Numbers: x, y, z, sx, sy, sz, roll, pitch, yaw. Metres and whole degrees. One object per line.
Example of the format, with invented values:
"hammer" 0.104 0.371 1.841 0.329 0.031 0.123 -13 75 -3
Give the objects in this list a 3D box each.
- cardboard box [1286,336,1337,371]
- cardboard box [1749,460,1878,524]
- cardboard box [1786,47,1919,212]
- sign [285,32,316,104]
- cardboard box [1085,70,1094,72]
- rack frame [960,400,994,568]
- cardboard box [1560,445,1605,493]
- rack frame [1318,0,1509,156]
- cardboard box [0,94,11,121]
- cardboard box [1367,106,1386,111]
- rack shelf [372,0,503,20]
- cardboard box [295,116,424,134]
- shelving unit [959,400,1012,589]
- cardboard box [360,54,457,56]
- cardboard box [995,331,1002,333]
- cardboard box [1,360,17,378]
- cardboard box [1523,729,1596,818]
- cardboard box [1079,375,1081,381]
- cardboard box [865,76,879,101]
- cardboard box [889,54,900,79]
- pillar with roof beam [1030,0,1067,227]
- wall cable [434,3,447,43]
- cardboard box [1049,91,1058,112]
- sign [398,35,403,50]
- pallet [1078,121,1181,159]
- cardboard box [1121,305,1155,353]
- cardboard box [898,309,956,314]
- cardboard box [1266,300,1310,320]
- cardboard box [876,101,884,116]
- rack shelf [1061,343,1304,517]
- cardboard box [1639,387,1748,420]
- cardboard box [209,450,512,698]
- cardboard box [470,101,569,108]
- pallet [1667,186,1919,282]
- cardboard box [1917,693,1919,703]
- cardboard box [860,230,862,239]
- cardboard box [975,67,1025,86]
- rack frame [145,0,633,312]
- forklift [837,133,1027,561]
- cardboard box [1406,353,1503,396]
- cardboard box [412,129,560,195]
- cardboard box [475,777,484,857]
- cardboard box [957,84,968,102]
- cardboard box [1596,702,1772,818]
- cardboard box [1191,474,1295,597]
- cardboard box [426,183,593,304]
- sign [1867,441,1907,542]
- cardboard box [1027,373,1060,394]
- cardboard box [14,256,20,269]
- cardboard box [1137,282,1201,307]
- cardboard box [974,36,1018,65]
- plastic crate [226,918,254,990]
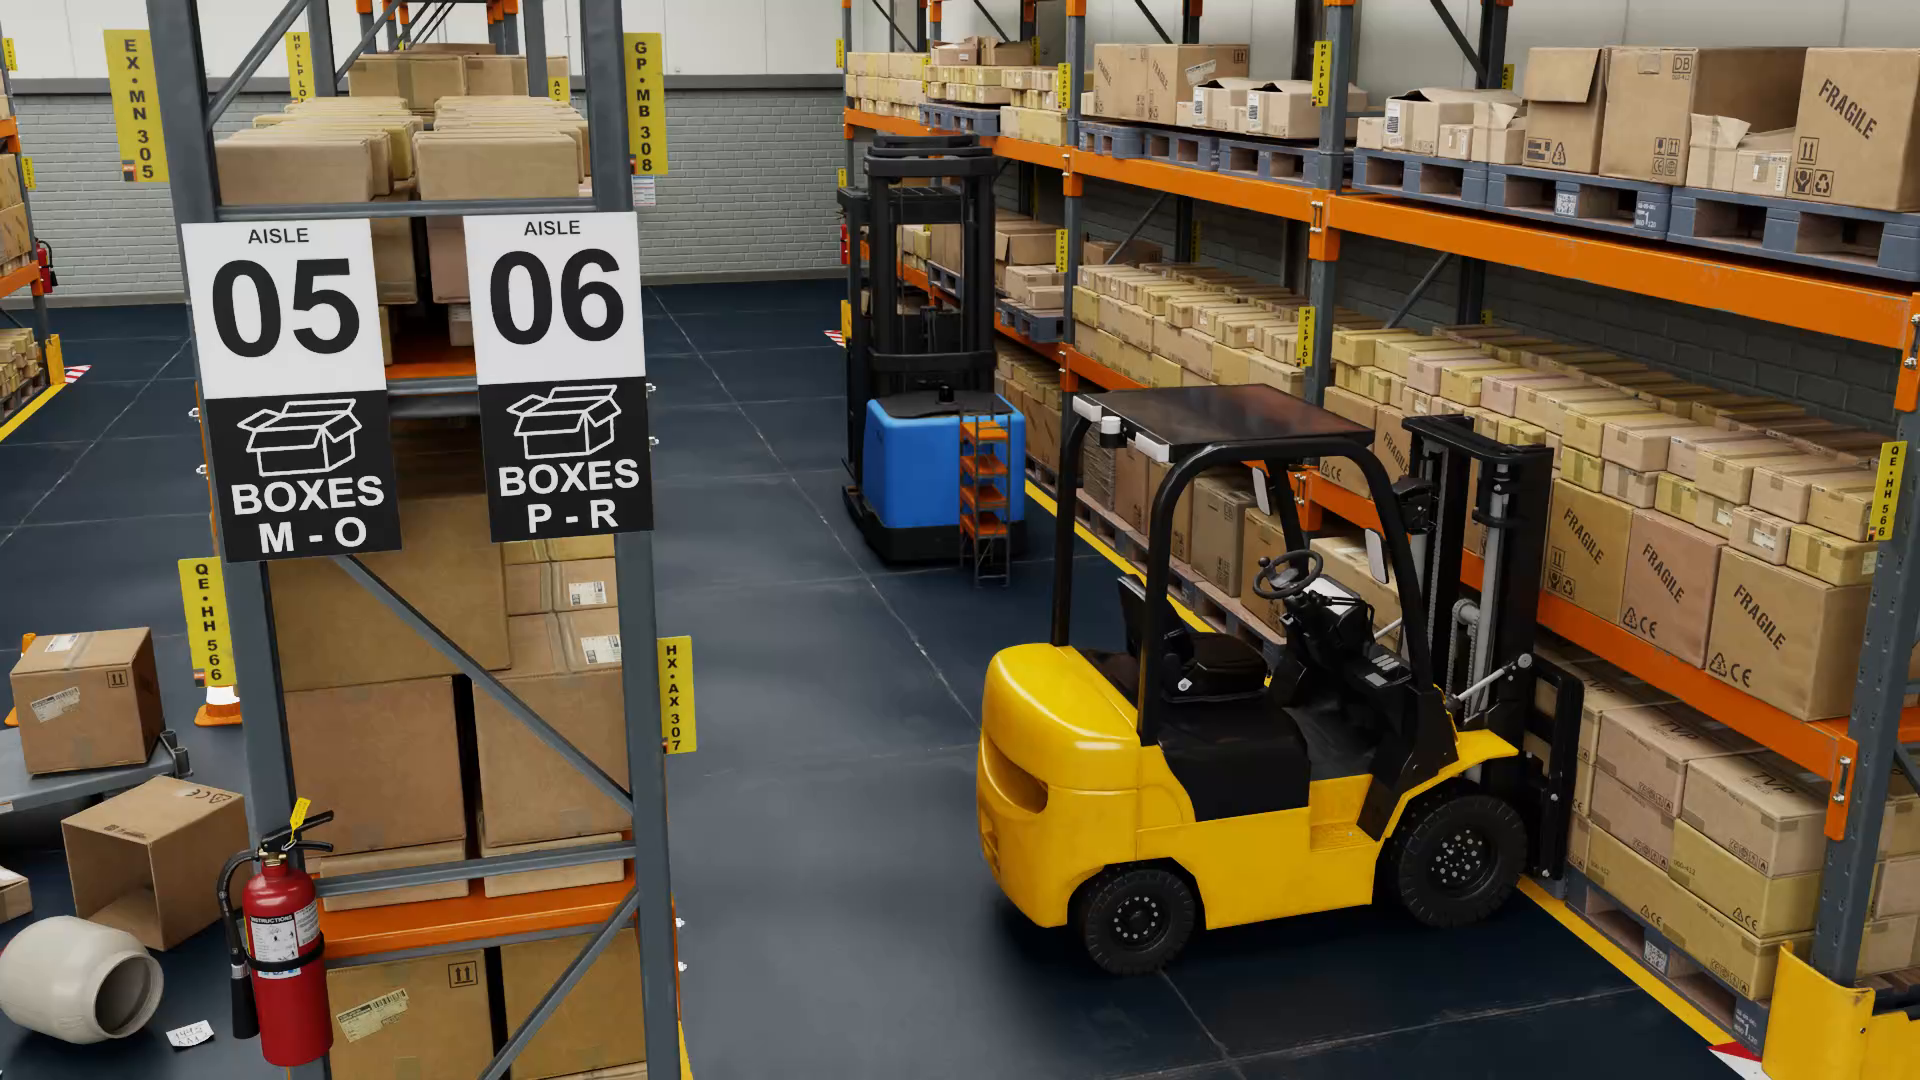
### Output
"cardboard box" 2.093 -1.068 9.493 0.380 0.149 0.250 -4 17 -13
"cardboard box" 3.101 -0.176 6.004 0.380 0.149 0.250 -5 17 -15
"cardboard box" 3.144 -1.363 5.484 0.500 0.500 0.500 -4 17 -13
"sign" -2.903 -2.067 7.323 0.100 0.325 0.005 -5 17 -15
"cardboard box" 1.236 -3.772 13.632 0.380 0.149 0.250 -4 17 -13
"rack frame" 0.117 -0.384 11.645 0.240 1.200 0.015 -4 17 -12
"cardboard box" 2.759 -0.312 6.974 0.380 0.149 0.250 -5 17 -15
"rack frame" 2.401 -3.506 8.482 1.000 3.000 0.127 -5 17 -15
"cardboard box" -10.021 -4.399 16.930 0.500 0.250 0.500 -5 17 -16
"cardboard box" 2.356 -2.448 9.708 0.380 0.149 0.250 -5 17 -15
"rack shelf" -4.020 -4.236 12.858 1.077 0.370 4.000 -5 17 -15
"cardboard box" -1.897 -1.262 5.275 0.380 0.149 0.250 -5 17 -17
"shelving unit" 0.168 -0.315 11.417 0.258 1.200 0.503 -4 17 -12
"cardboard box" -2.954 -2.475 8.927 0.500 0.250 0.500 -4 17 -14
"cardboard box" 0.195 -1.970 16.282 0.380 0.149 0.250 -5 17 -17
"cardboard box" -9.682 -1.708 16.634 0.380 0.149 0.250 -4 17 -14
"cardboard box" 2.776 0.959 7.225 0.500 0.250 0.500 -5 17 -17
"cardboard box" 1.161 -1.512 14.758 0.380 0.149 0.250 -5 17 -16
"cardboard box" -0.750 -5.033 18.524 0.500 0.250 0.500 -5 17 -17
"cardboard box" -0.447 -4.993 17.522 0.500 0.250 0.500 -4 17 -14
"pillar with roof beam" -3.262 -5.642 15.594 9.100 9.000 0.400 -5 17 -15
"wall cable" -7.503 -7.983 23.386 0.463 3.000 0.029 -5 17 -15
"cardboard box" 0.920 -3.447 13.068 0.380 0.149 0.250 -5 17 -17
"sign" -6.204 -5.410 18.376 0.100 0.325 0.005 -5 17 -15
"pallet" 1.574 -2.905 12.022 1.213 0.211 1.003 -4 17 -13
"cardboard box" 1.451 -1.480 11.557 0.500 0.250 0.500 -5 17 -17
"cardboard box" -0.337 -2.253 18.353 0.700 0.500 0.500 -5 18 -17
"cardboard box" 2.211 -1.462 10.805 0.380 0.149 0.250 -5 17 -16
"cardboard box" -0.705 -4.730 18.208 0.380 0.149 0.250 -5 17 -15
"rack shelf" 1.851 -0.841 11.290 1.077 0.370 4.000 -5 17 -15
"cardboard box" 3.215 -0.567 7.308 0.380 0.149 0.250 -5 17 -15
"cardboard box" -1.622 0.074 4.563 0.700 0.500 0.500 -5 17 -17
"cardboard box" -1.746 -1.661 6.604 0.380 0.149 0.250 -4 17 -14
"pallet" 3.331 -1.118 5.900 1.003 0.211 1.213 -5 17 -15
"cardboard box" 3.631 0.267 6.176 0.500 0.500 0.500 -4 17 -13
"cardboard box" -1.071 -3.719 20.056 0.380 0.149 0.250 -5 17 -16
"cardboard box" 0.342 -4.015 14.405 0.380 0.149 0.250 -5 17 -15
"rack frame" -1.272 -2.006 3.488 1.000 3.000 0.127 -5 17 -15
"forklift" -0.330 -1.638 12.809 1.130 2.935 3.031 -4 17 -12
"cardboard box" 2.412 -0.808 8.109 0.380 0.149 0.250 -4 17 -14
"cardboard box" -1.258 -1.014 4.450 0.380 0.149 0.250 -5 17 -15
"cardboard box" -1.249 0.808 4.984 0.380 0.149 0.250 -4 17 -14
"cardboard box" 0.185 -4.014 14.921 0.380 0.149 0.250 -5 17 -16
"cardboard box" 2.928 0.867 6.663 0.500 0.250 0.500 -4 17 -14
"cardboard box" 2.041 -0.055 10.820 0.875 0.625 0.625 -5 17 -16
"cardboard box" -1.154 -0.800 4.432 0.500 0.250 0.500 -5 17 -16
"sign" 2.974 -0.155 5.331 0.100 0.325 0.005 -5 17 -15
"cardboard box" 0.787 -1.320 14.119 0.380 0.149 0.250 -5 18 -17
"cardboard box" -10.007 -2.879 17.261 0.380 0.149 0.250 -5 17 -15
"cardboard box" 1.458 -1.705 11.613 0.380 0.149 0.250 -5 17 -15
"cardboard box" 0.352 -4.673 15.875 0.396 0.266 0.258 -5 17 -16
"plastic crate" -2.728 1.658 6.793 0.402 0.080 0.583 -12 20 -34
